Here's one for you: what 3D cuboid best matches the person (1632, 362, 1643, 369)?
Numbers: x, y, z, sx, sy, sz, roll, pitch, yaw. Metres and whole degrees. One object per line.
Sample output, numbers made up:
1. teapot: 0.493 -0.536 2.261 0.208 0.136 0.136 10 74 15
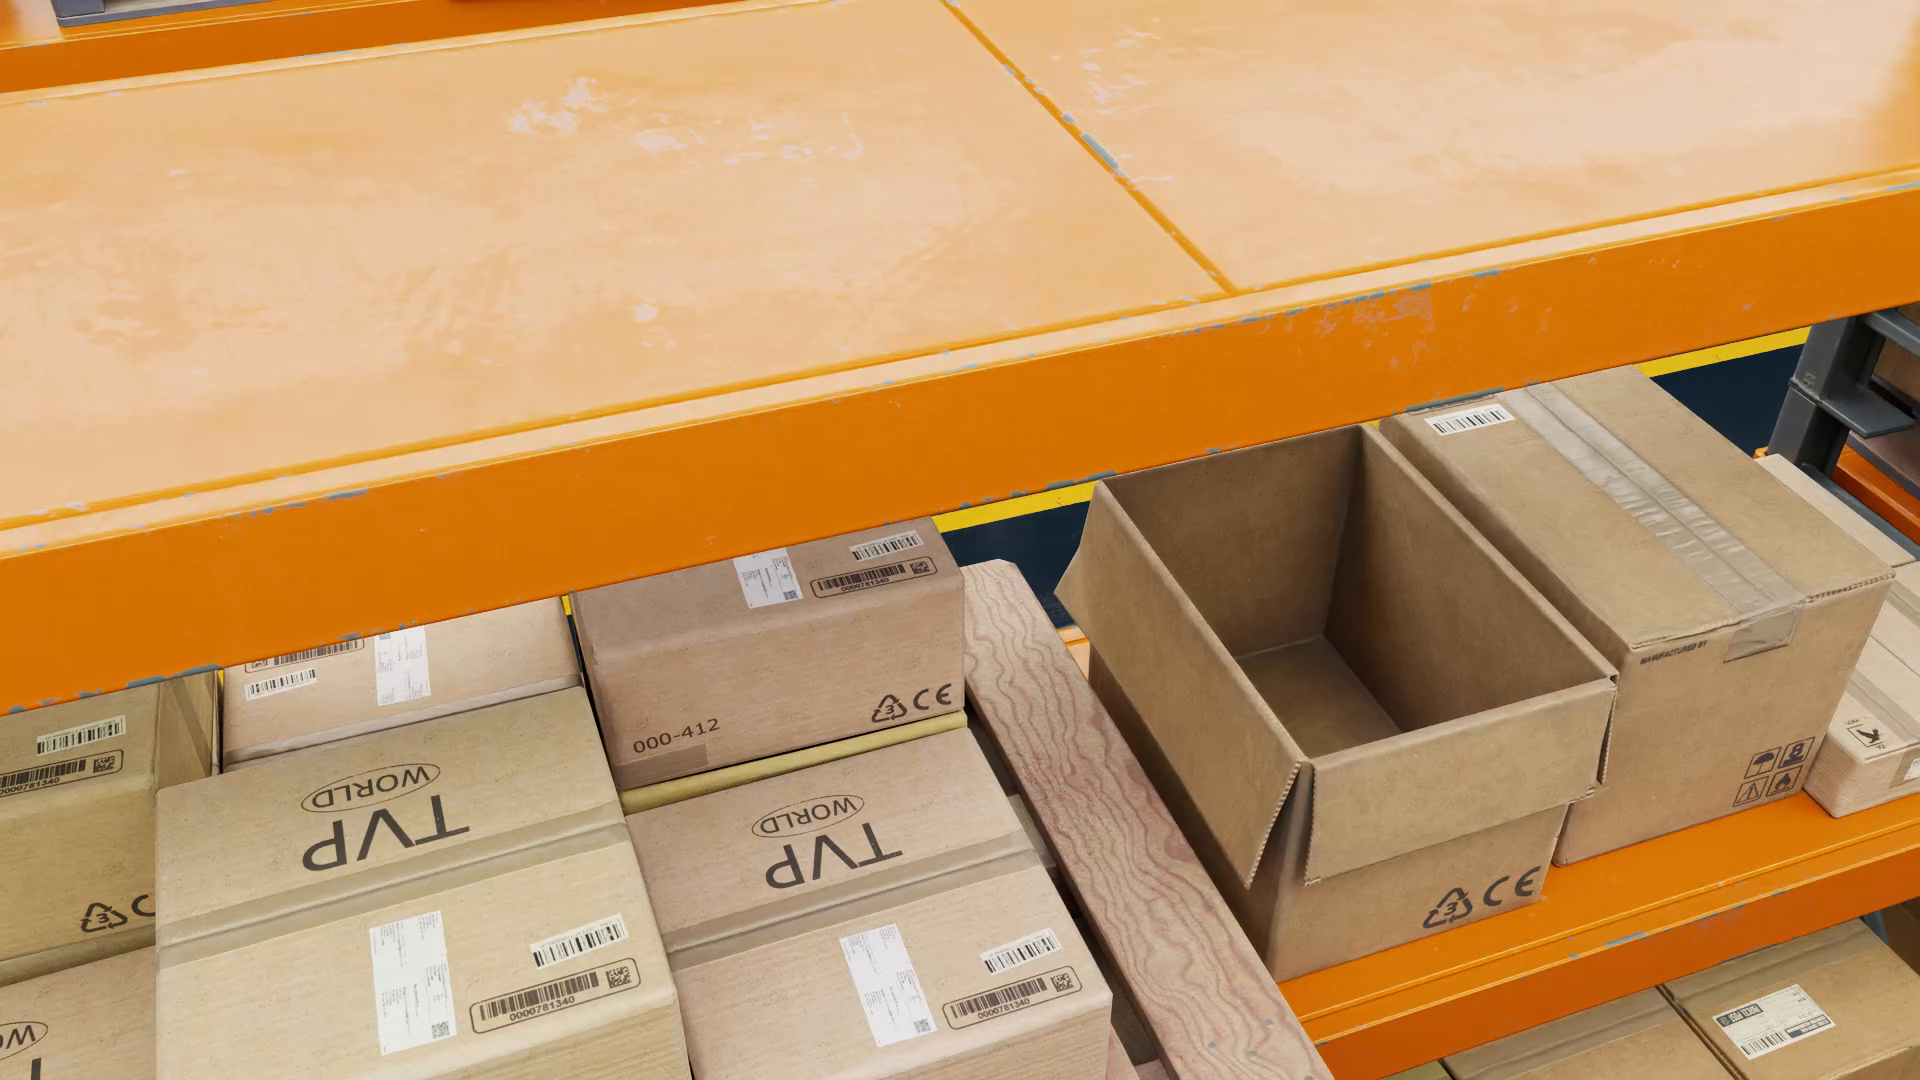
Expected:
1. person: 2.789 -0.591 7.417 0.587 1.700 0.506 -10 39 -13
